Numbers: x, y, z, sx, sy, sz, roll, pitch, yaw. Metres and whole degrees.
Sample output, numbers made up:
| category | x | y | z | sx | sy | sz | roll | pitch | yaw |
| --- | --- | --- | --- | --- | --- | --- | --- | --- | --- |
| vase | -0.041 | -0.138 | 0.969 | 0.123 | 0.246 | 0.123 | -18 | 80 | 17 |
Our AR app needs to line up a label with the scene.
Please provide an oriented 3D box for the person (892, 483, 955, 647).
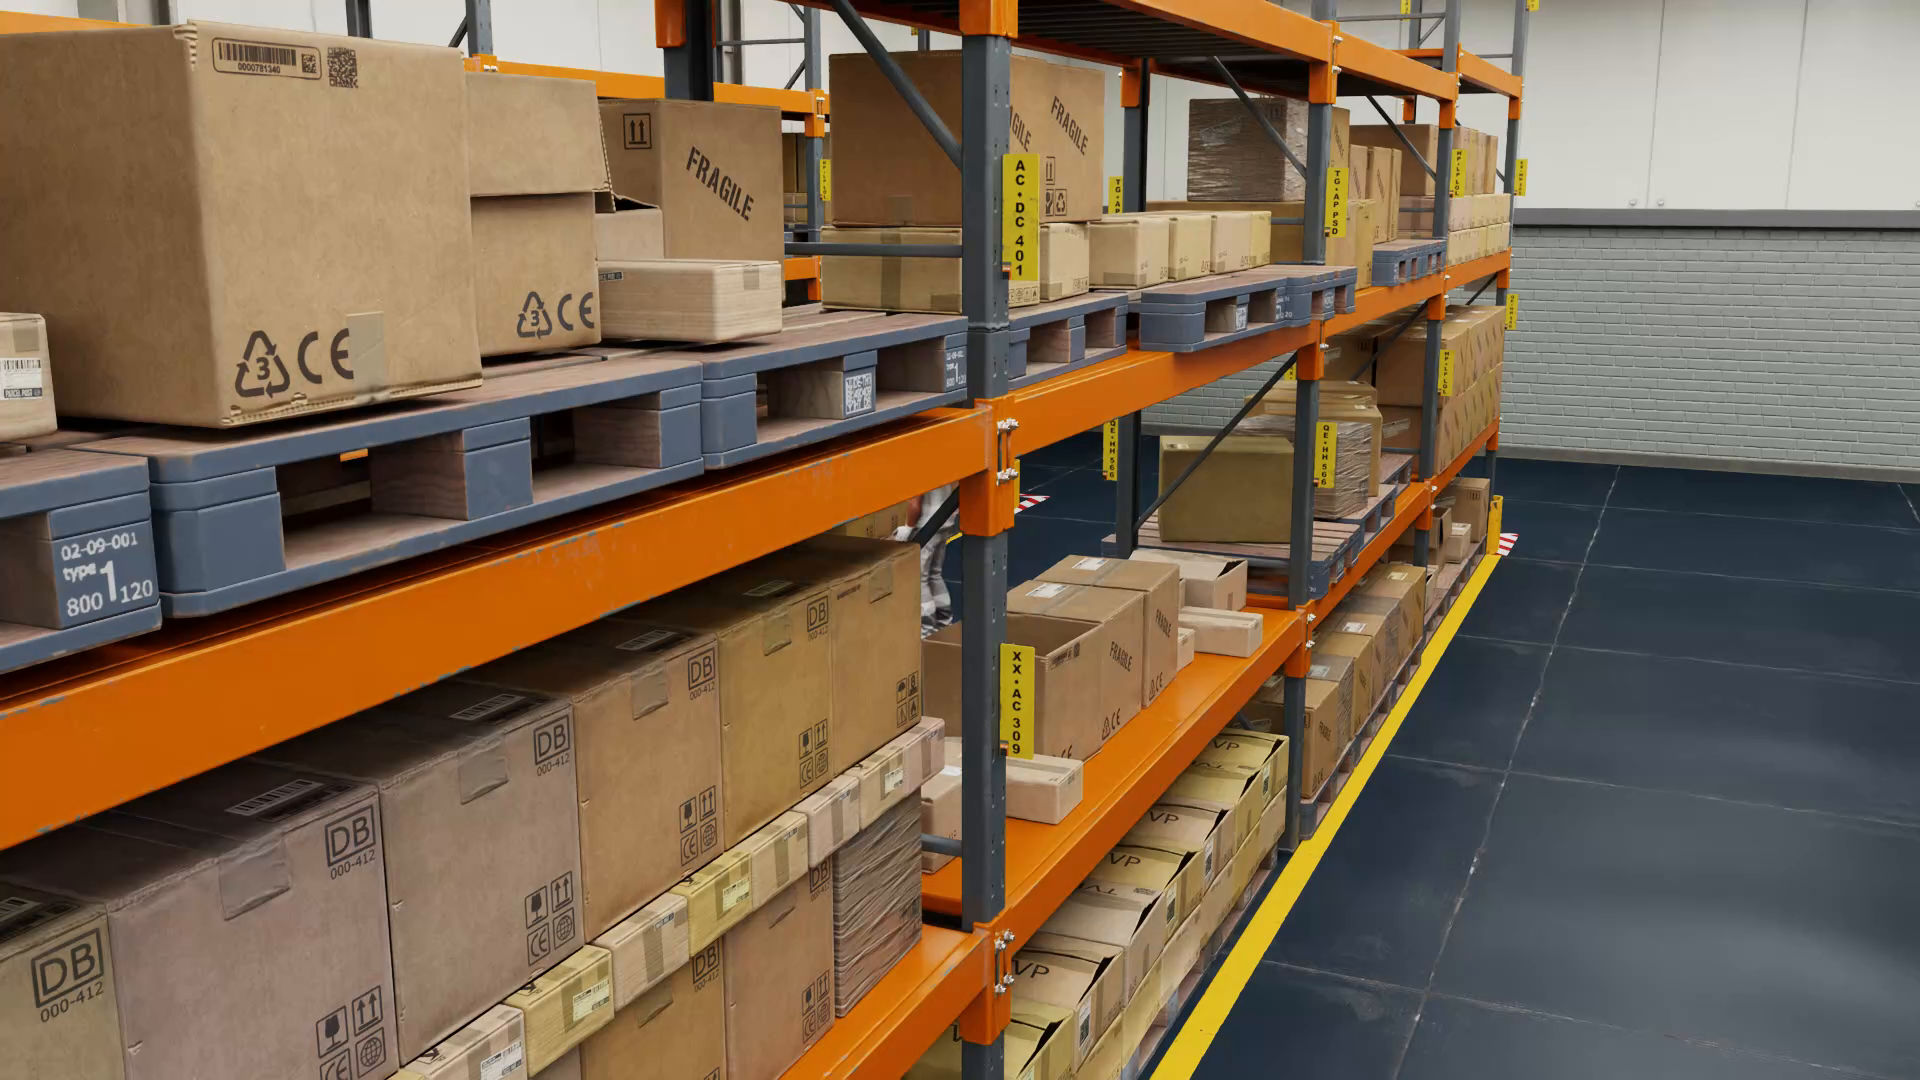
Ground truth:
| category | x | y | z | sx | sy | sz | roll | pitch | yaw |
| --- | --- | --- | --- | --- | --- | --- | --- | --- | --- |
| person | -0.260 | -0.086 | 12.358 | 0.388 | 1.767 | 0.533 | 6 | 13 | 25 |
